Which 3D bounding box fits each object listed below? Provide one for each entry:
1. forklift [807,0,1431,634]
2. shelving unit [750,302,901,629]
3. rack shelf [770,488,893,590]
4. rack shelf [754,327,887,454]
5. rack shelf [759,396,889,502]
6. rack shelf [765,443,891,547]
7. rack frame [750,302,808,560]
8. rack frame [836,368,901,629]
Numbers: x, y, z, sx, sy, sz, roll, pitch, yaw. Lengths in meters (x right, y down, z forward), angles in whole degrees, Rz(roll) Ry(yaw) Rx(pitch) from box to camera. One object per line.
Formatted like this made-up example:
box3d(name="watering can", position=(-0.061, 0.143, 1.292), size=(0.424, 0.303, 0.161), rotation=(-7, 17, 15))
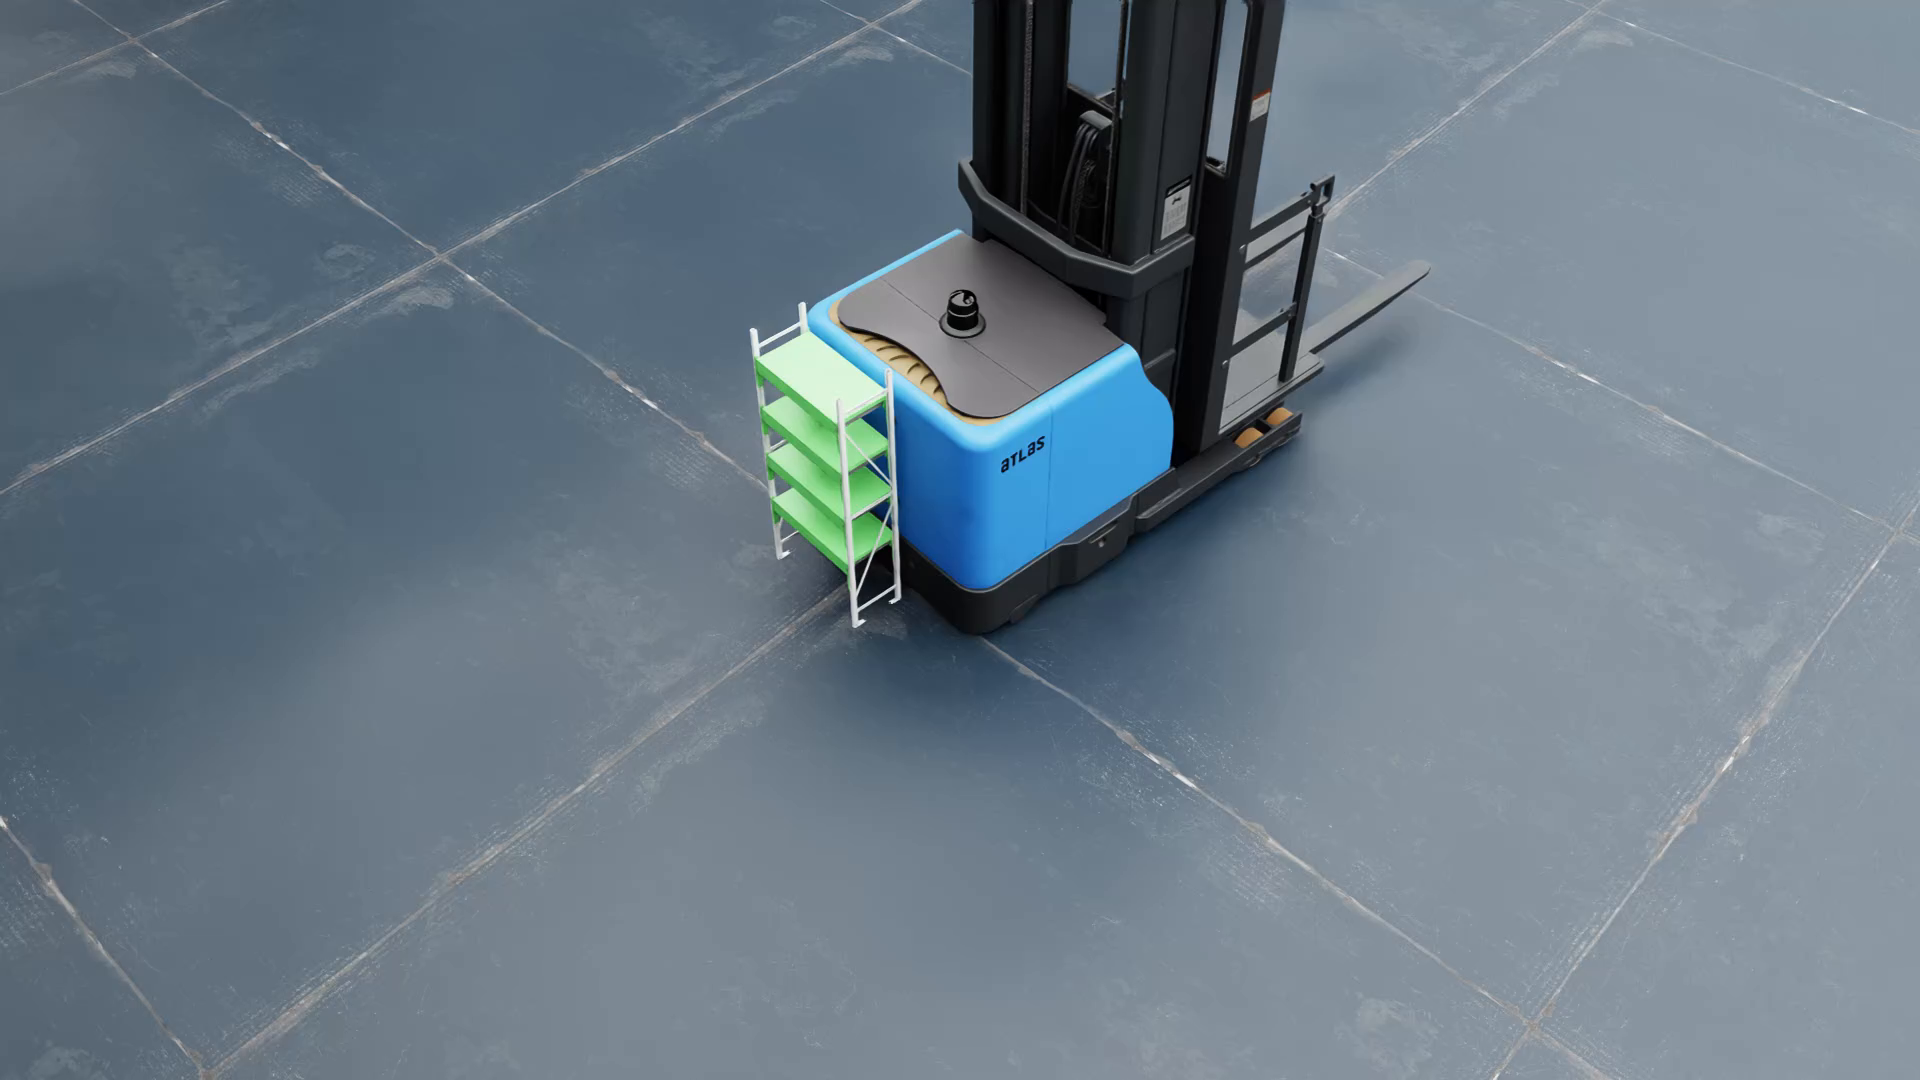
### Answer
box3d(name="forklift", position=(0.845, -1.578, 6.330), size=(3.031, 2.935, 1.130), rotation=(-33, 55, -27))
box3d(name="shelving unit", position=(-0.491, -0.257, 6.276), size=(0.258, 1.200, 0.503), rotation=(-33, 55, -27))
box3d(name="rack shelf", position=(-0.491, -0.049, 6.498), size=(0.258, 0.148, 0.480), rotation=(-33, 55, -27))
box3d(name="rack shelf", position=(-0.491, -0.541, 5.973), size=(0.258, 0.148, 0.480), rotation=(-33, 55, -27))
box3d(name="rack shelf", position=(-0.491, -0.377, 6.148), size=(0.258, 0.148, 0.480), rotation=(-33, 55, -27))
box3d(name="rack shelf", position=(-0.491, -0.213, 6.323), size=(0.258, 0.148, 0.480), rotation=(-33, 55, -27))
box3d(name="rack frame", position=(-0.653, -0.390, 6.401), size=(0.240, 1.200, 0.015), rotation=(-33, 55, -27))
box3d(name="rack frame", position=(-0.329, -0.124, 6.151), size=(0.240, 1.200, 0.015), rotation=(-33, 55, -27))
